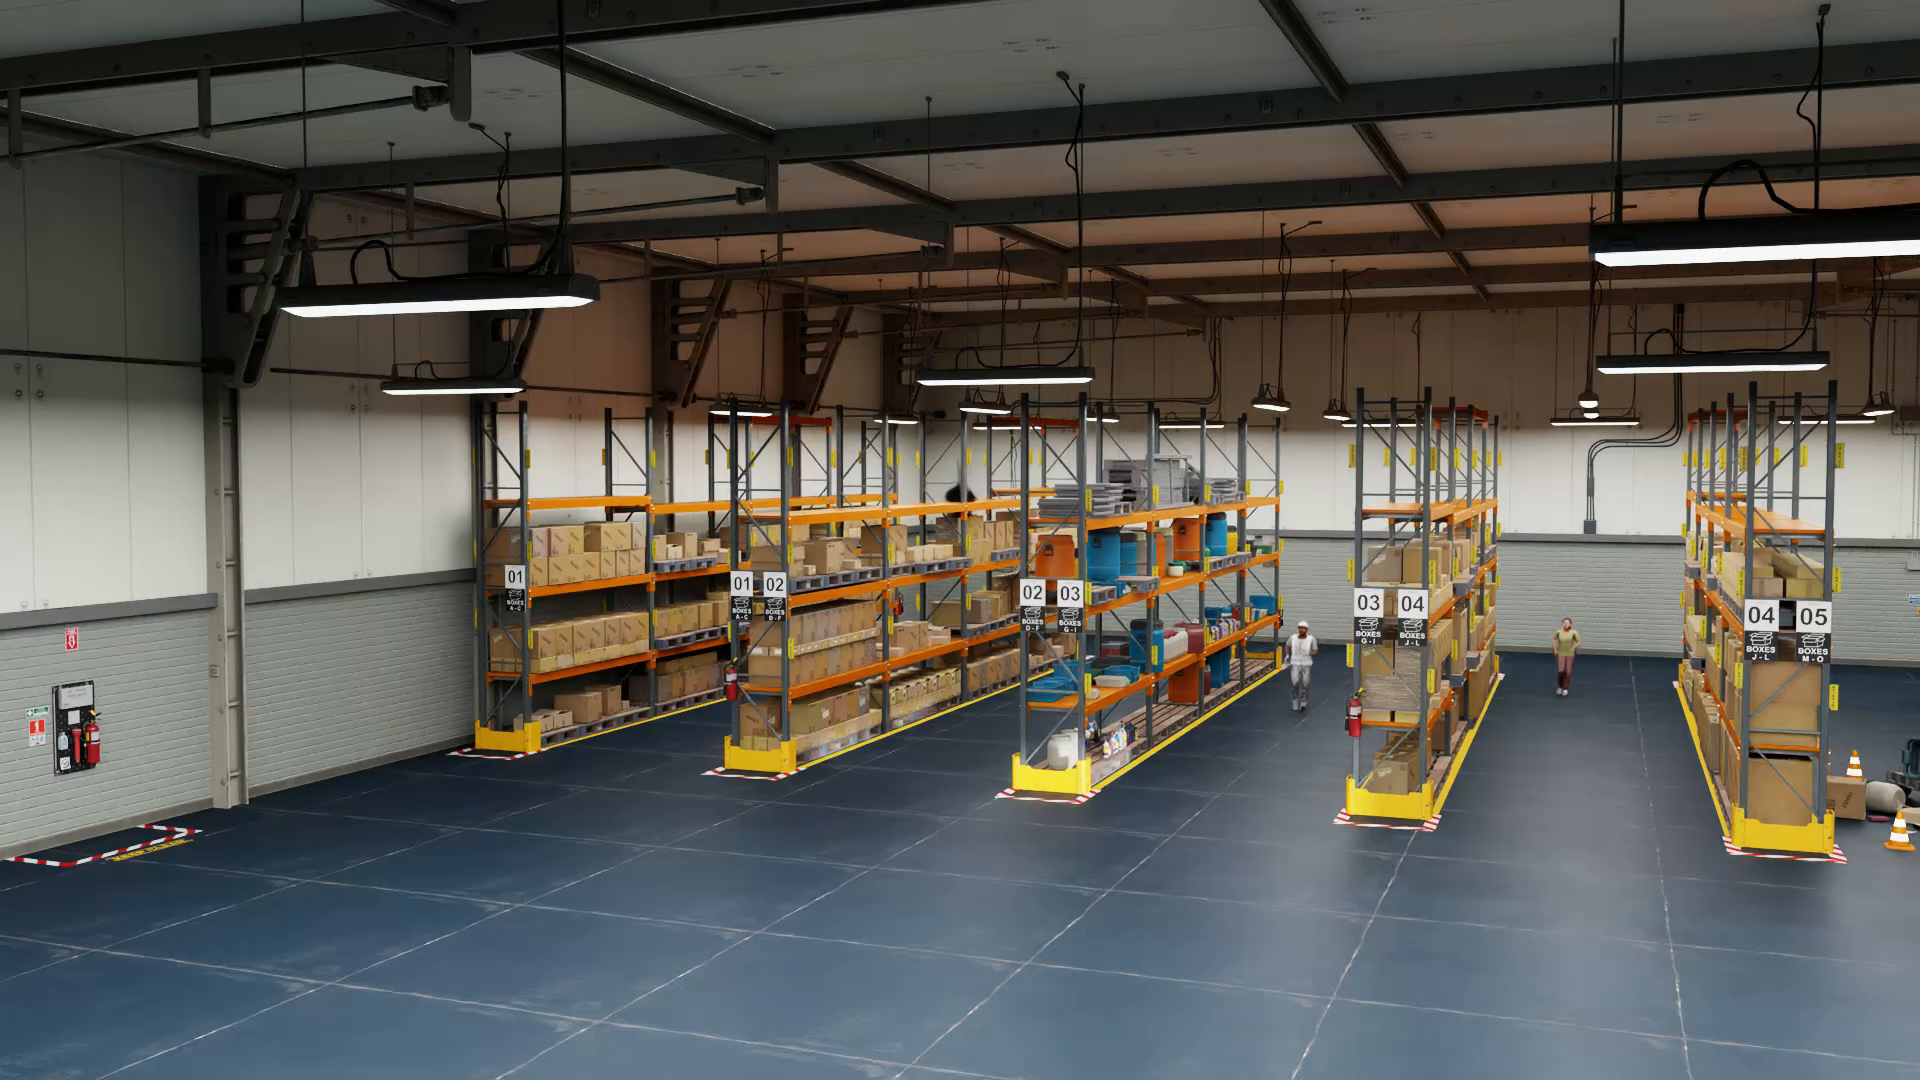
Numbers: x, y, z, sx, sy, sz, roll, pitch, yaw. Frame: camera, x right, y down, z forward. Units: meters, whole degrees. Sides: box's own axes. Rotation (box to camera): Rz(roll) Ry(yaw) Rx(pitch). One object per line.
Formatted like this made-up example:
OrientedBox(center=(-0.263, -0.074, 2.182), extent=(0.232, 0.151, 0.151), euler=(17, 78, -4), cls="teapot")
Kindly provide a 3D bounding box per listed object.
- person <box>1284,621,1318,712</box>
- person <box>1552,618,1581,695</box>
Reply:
OrientedBox(center=(6.764, 2.508, 32.980), extent=(0.657, 1.791, 0.710), euler=(1, 3, 11), cls="person")
OrientedBox(center=(12.831, 2.463, 35.170), extent=(0.568, 1.646, 0.612), euler=(1, 3, 16), cls="person")
